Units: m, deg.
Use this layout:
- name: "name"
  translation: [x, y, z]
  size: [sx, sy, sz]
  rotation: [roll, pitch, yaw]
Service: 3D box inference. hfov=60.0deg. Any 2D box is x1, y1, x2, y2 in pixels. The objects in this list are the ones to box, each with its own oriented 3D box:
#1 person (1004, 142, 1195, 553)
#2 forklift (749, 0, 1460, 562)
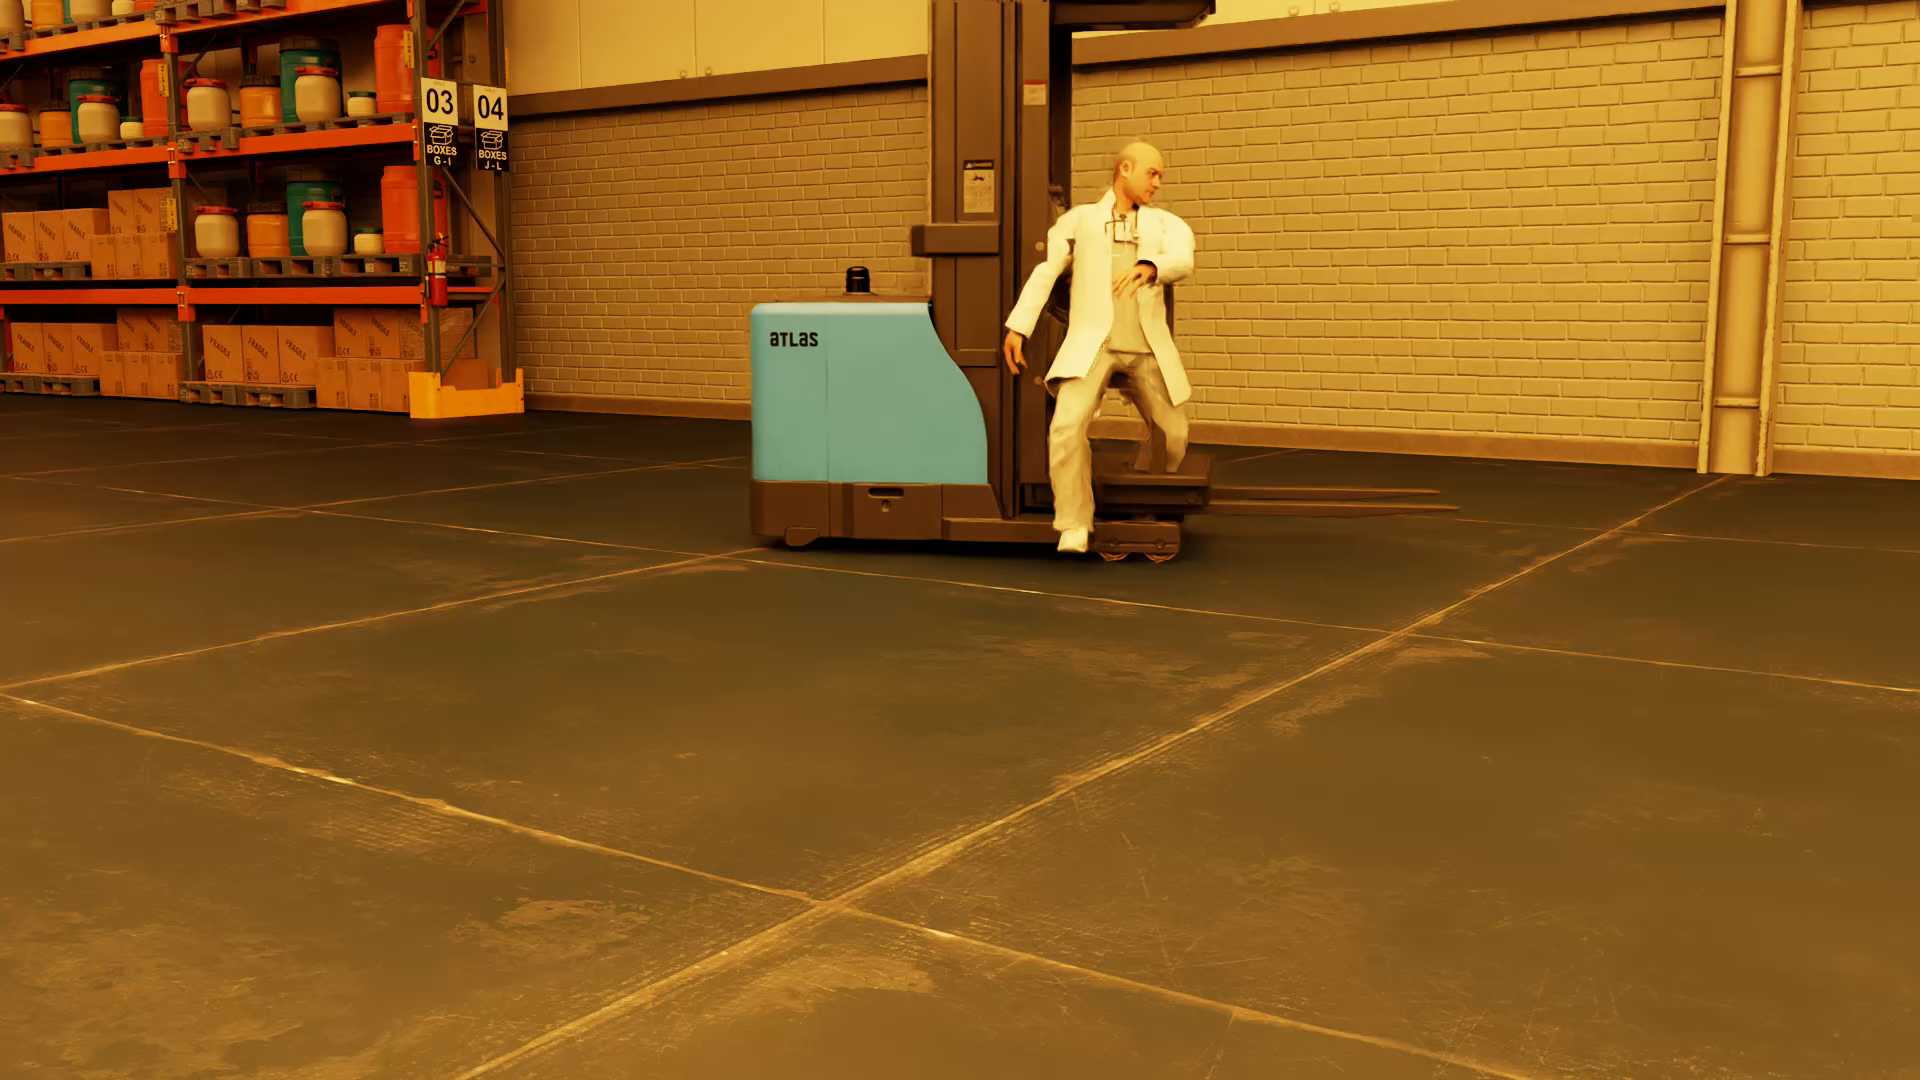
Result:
- name: "person"
  translation: [0.582, -0.798, 6.857]
  size: [0.798, 1.671, 0.922]
  rotation: [-1, 8, -10]
- name: "forklift"
  translation: [0.640, -1.439, 7.314]
  size: [3.031, 2.935, 1.130]
  rotation: [1, 8, 9]
